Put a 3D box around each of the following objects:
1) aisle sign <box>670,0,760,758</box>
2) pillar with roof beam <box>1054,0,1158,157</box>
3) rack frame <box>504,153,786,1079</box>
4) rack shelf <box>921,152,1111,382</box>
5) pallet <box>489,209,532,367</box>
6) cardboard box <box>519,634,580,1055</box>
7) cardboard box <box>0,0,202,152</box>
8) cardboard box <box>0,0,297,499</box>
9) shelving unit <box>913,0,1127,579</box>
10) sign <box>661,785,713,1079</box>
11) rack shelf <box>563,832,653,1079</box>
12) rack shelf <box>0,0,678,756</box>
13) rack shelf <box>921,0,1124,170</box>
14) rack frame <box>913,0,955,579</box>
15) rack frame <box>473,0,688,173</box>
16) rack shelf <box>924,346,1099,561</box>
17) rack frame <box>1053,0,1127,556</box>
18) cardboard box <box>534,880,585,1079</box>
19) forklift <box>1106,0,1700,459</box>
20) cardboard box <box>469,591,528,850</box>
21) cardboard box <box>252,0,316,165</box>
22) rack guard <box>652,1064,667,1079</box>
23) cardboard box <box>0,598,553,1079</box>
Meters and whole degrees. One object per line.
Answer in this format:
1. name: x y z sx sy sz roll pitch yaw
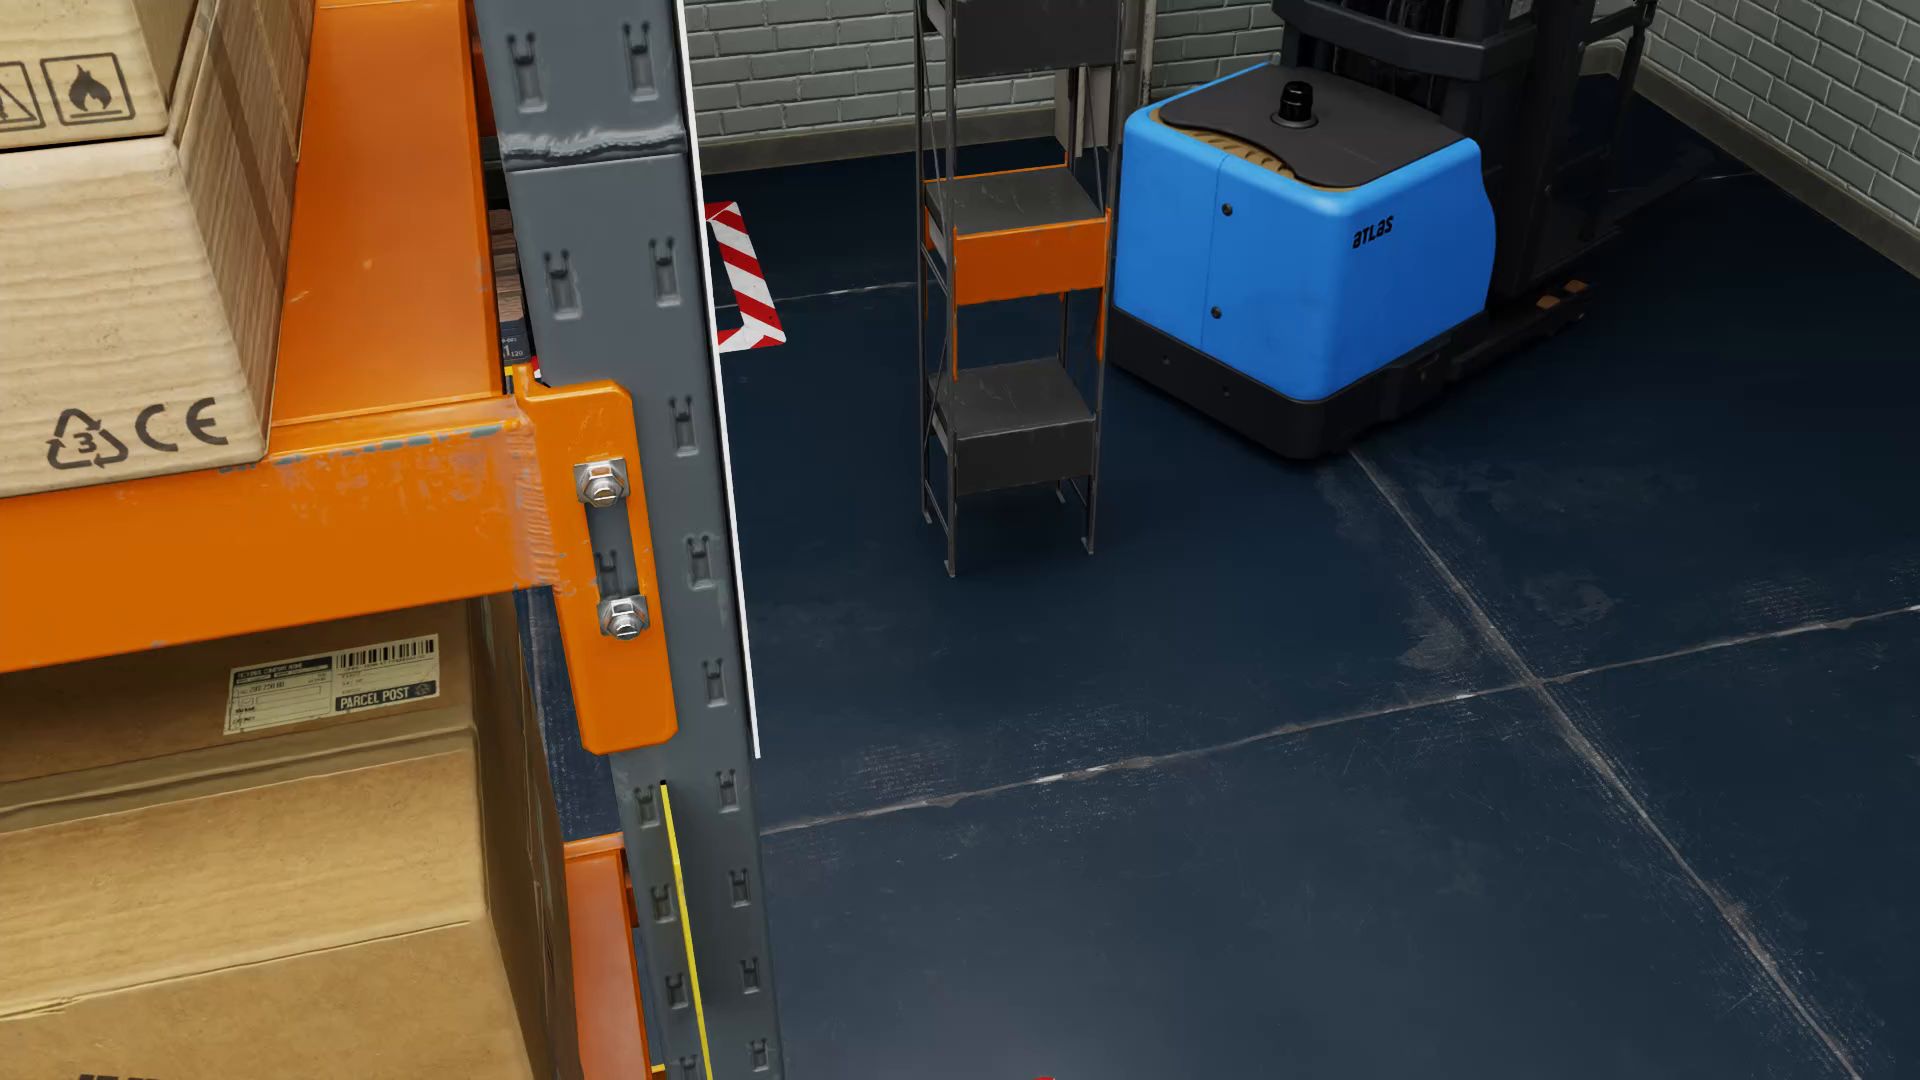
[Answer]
1. aisle sign: -0.237 -0.228 1.439 0.004 0.787 0.394 -9 38 -12
2. pillar with roof beam: 1.826 -3.062 2.346 0.400 9.000 9.100 -9 38 -12
3. rack frame: -0.383 0.636 2.450 0.127 3.000 1.000 -9 38 -12
4. rack shelf: 0.160 -0.849 5.155 0.480 0.518 0.431 -9 38 -12
5. pallet: -2.429 -0.989 6.869 1.213 0.211 1.003 -9 38 -12
6. cardboard box: -0.880 0.512 2.530 0.500 0.500 0.500 -9 38 -11
7. cardboard box: -0.812 -0.464 1.130 0.500 0.250 0.500 -9 38 -12
8. cardboard box: -0.810 -0.260 1.276 0.500 0.250 0.500 -9 38 -12
9. shelving unit: 0.160 -0.860 5.146 0.503 2.100 0.431 -9 38 -12
10. sign: -0.257 0.379 1.573 0.005 0.325 0.100 -9 38 -12
11. rack shelf: -2.313 1.238 2.254 4.000 0.370 1.077 -9 38 -12
12. rack shelf: -2.313 0.047 1.343 4.000 0.370 1.077 -9 38 -12
13. rack shelf: 0.160 -1.405 4.729 0.480 0.518 0.431 -9 38 -12
14. rack frame: -0.076 -0.822 5.096 0.015 2.100 0.400 -9 38 -12
15. rack frame: -0.383 -1.747 0.627 0.127 3.000 1.000 -9 38 -12
16. rack shelf: 0.160 -0.293 5.580 0.480 0.518 0.431 -9 38 -12
17. rack frame: 0.395 -0.899 5.197 0.015 2.100 0.400 -9 38 -12
18. cardboard box: -0.744 0.827 2.118 0.500 0.500 0.500 -8 38 -11
19. forklift: 2.020 -2.218 6.237 3.031 2.935 1.130 -28 45 -32
20. cardboard box: -0.880 0.115 2.226 0.500 0.500 0.500 -8 38 -11
21. cardboard box: -0.945 -0.564 1.673 0.500 0.250 0.500 -9 38 -12
22. rack guard: -0.456 1.641 3.194 0.348 0.500 1.175 -9 38 -12
23. cardboard box: -0.741 0.431 1.813 0.500 0.500 0.500 -10 38 -12
